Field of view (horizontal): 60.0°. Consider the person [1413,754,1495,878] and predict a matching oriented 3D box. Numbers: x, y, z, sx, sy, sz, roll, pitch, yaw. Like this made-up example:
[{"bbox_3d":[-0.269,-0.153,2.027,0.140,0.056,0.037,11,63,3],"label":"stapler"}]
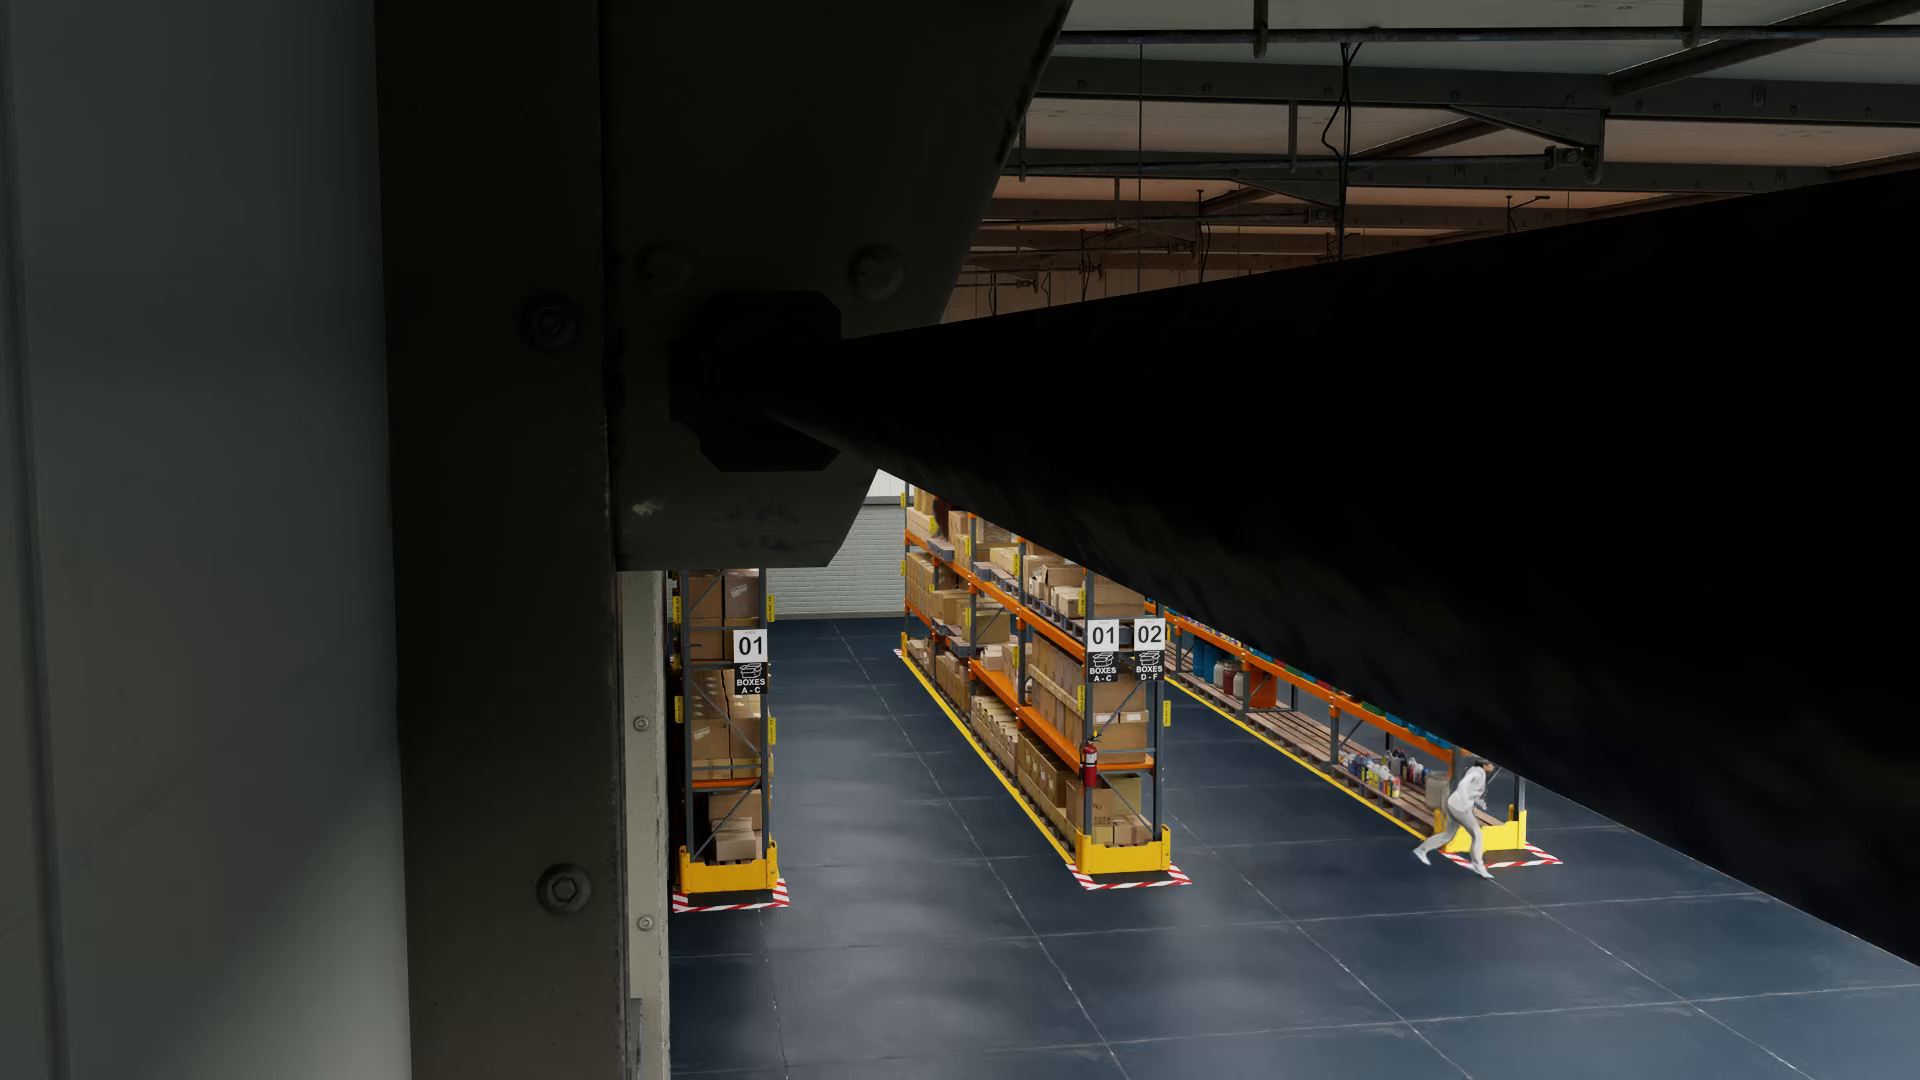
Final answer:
[{"bbox_3d":[6.162,3.420,20.704,0.966,1.623,0.654,2,6,15],"label":"person"}]
